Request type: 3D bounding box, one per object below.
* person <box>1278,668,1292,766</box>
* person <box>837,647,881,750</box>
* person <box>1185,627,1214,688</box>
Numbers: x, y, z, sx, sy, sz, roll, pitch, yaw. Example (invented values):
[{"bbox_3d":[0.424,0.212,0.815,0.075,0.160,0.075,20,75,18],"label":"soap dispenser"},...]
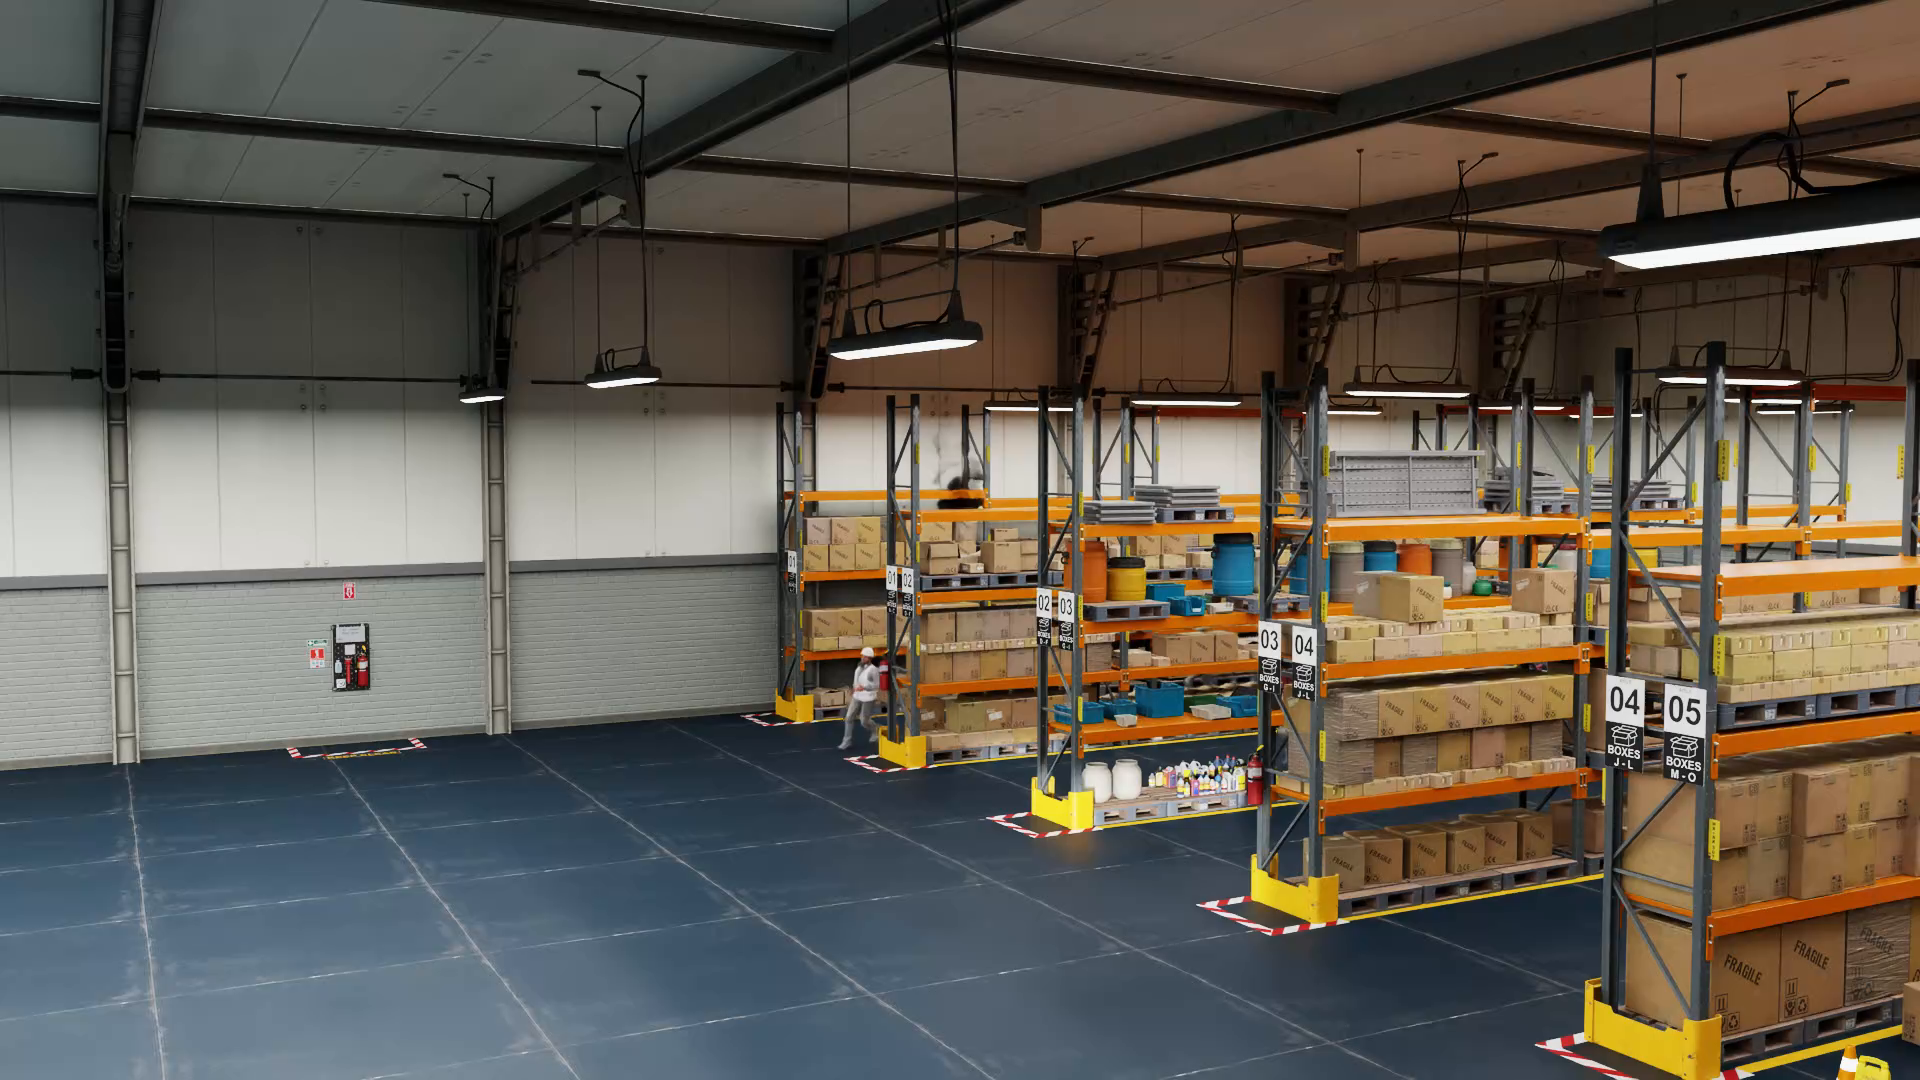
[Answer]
[{"bbox_3d":[5.377,2.796,26.868,0.840,1.688,0.628,-1,3,-22],"label":"person"},{"bbox_3d":[-1.588,2.697,28.372,0.691,1.761,0.886,3,5,44],"label":"person"},{"bbox_3d":[4.709,2.488,32.479,0.855,1.711,0.580,-2,4,-36],"label":"person"}]
